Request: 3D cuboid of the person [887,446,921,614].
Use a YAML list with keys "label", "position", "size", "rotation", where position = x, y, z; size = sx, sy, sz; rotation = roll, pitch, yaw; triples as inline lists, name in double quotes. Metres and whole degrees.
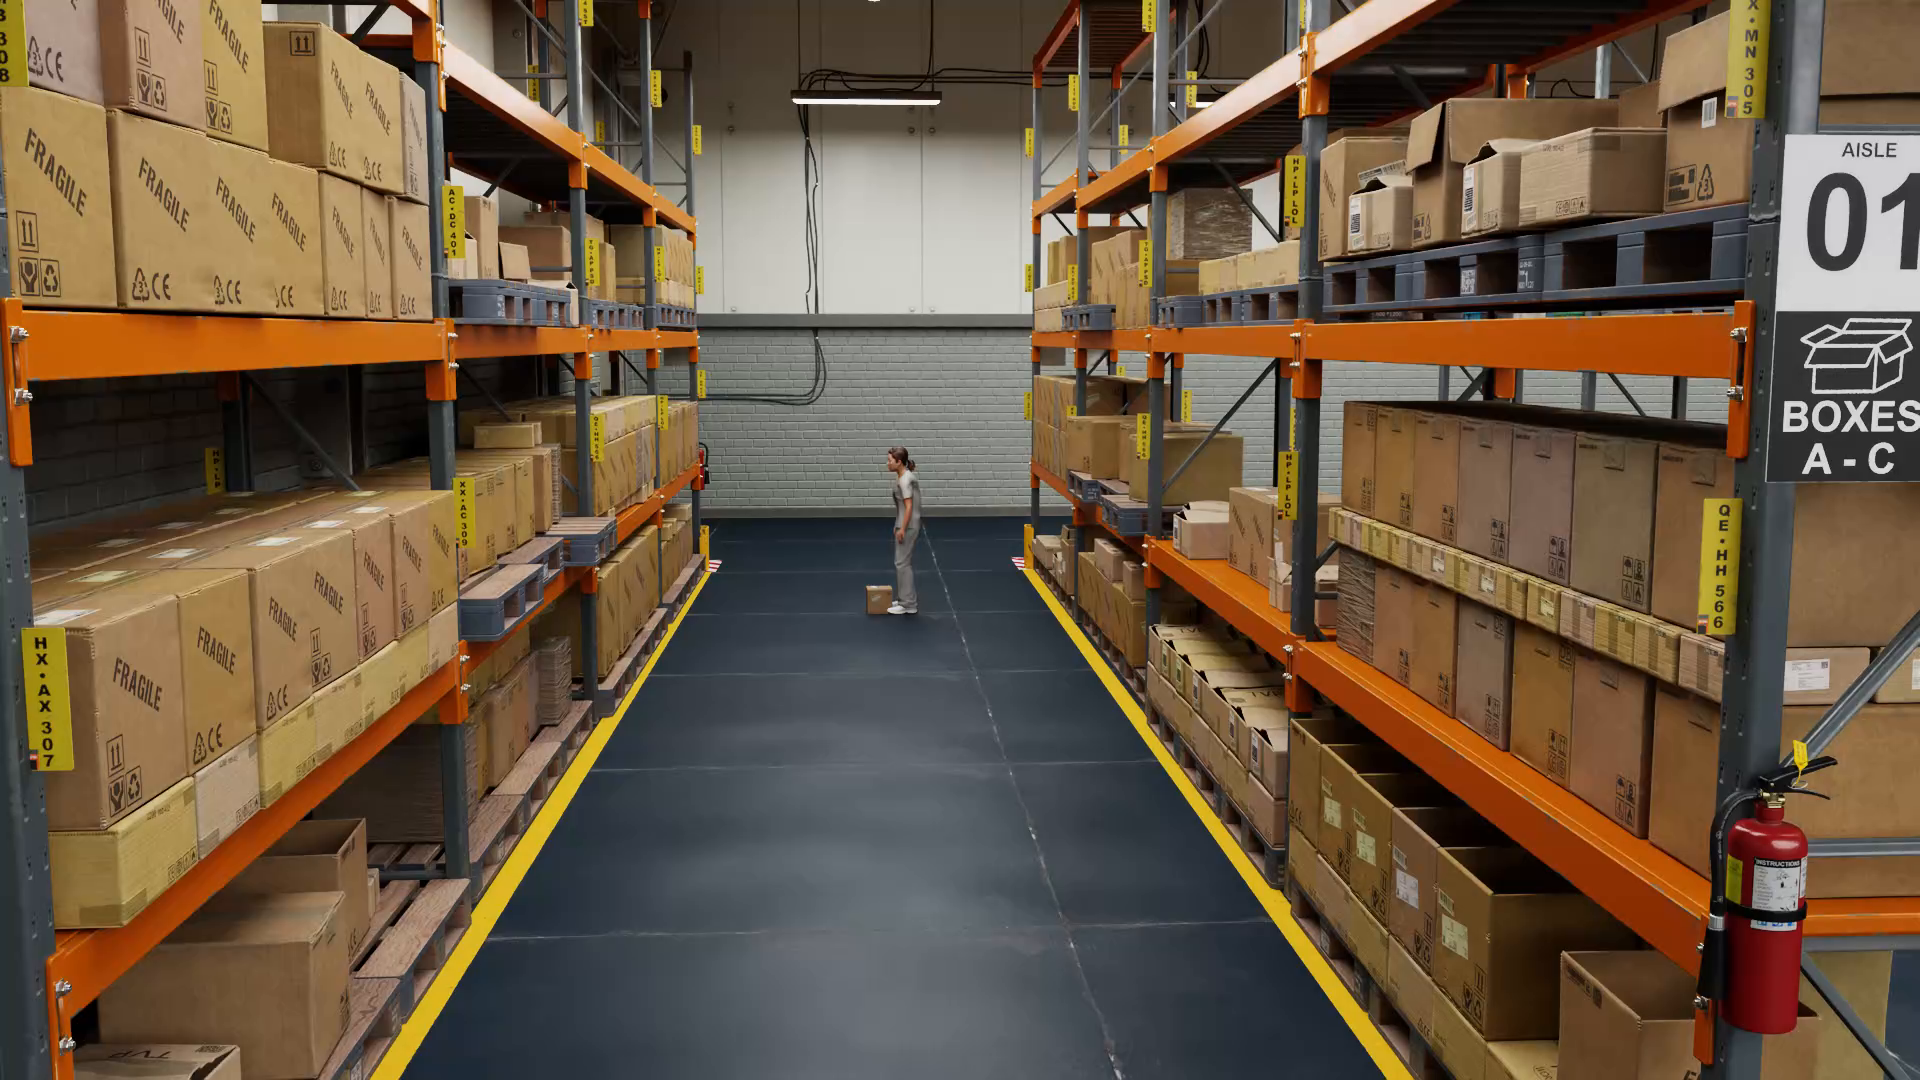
- label: "person"
  position: [-0.566, -0.108, 16.639]
  size: [0.354, 1.673, 0.508]
  rotation: [-1, 7, -6]
